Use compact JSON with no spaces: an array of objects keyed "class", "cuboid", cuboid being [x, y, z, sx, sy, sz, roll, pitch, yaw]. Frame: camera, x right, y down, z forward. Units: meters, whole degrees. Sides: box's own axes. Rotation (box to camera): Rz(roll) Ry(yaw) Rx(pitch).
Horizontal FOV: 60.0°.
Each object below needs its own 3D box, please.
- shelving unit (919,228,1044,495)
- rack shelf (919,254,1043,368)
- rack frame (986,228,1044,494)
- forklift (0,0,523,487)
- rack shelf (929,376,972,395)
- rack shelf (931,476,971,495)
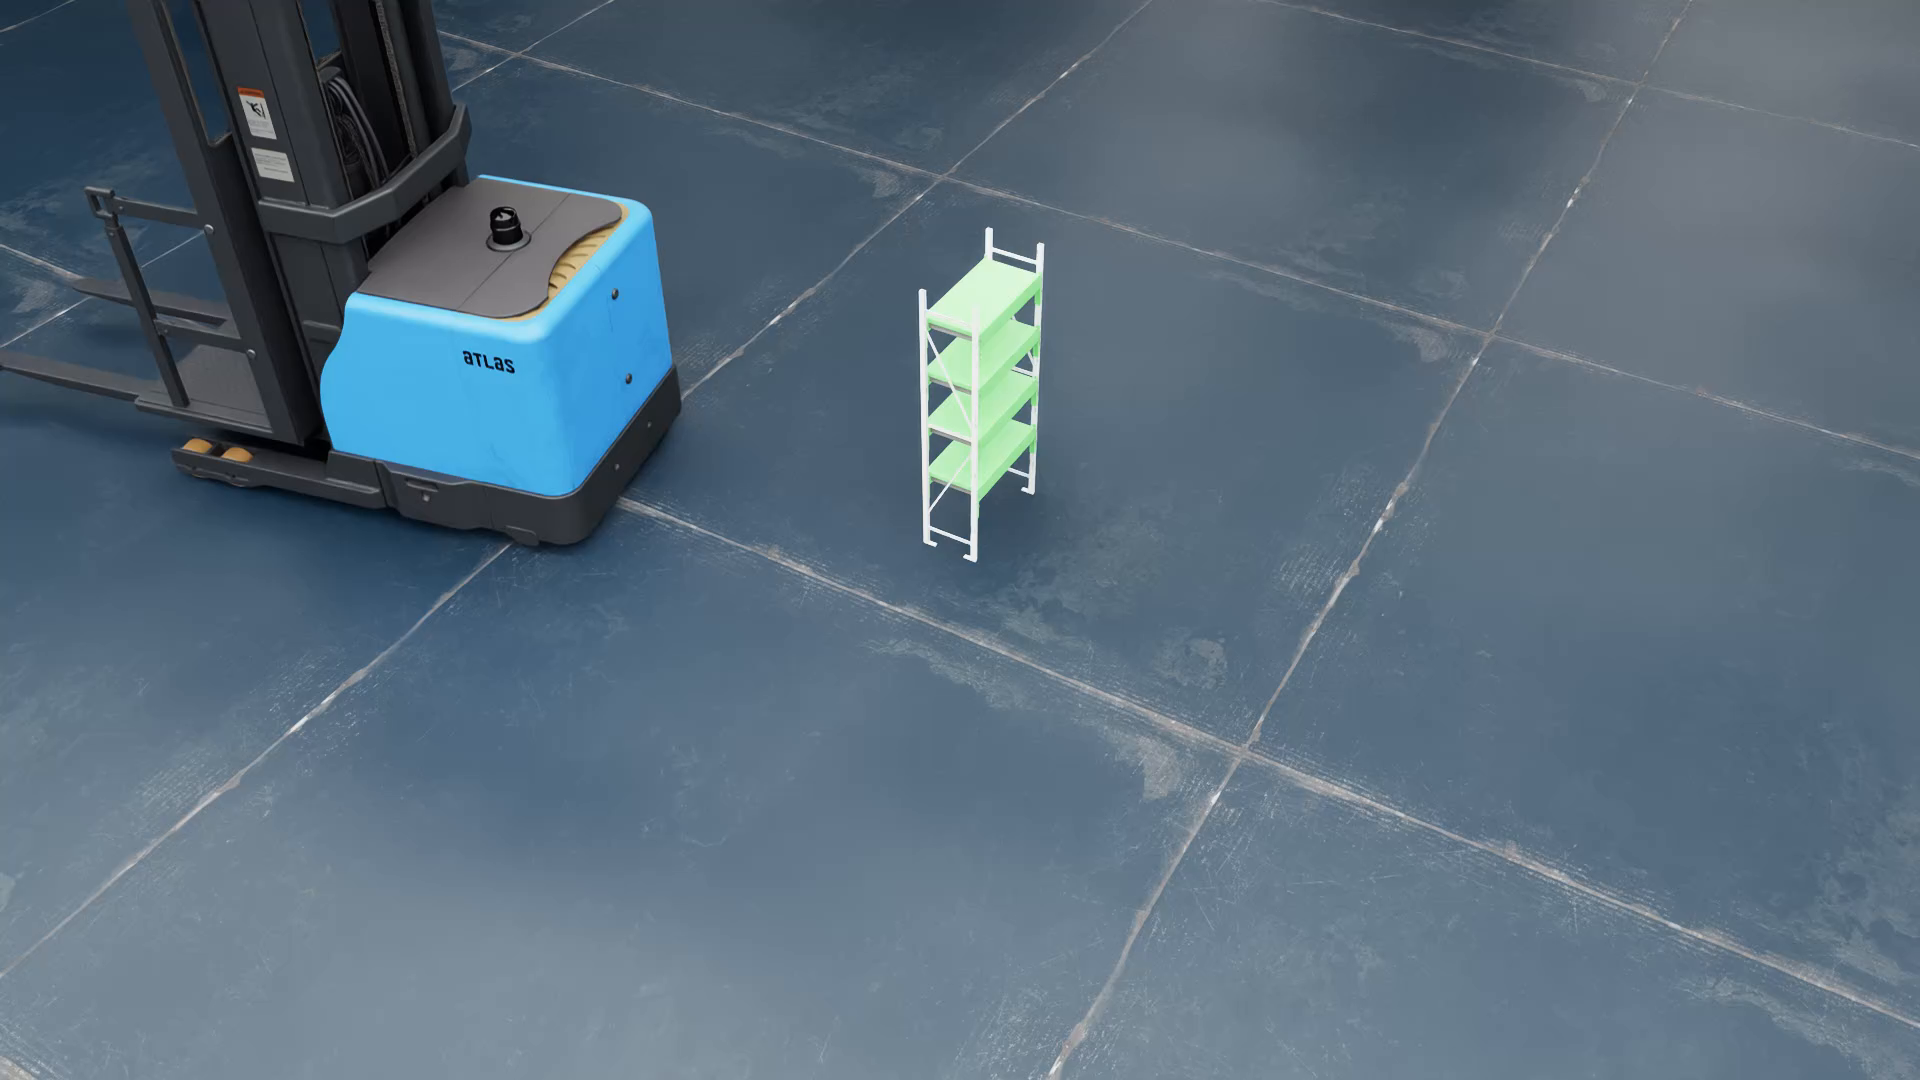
[{"class":"shelving unit","cuboid":[0.086,-0.548,6.465,0.258,1.200,0.492,21,45,22]},{"class":"rack shelf","cuboid":[0.083,-0.857,6.186,0.258,0.148,0.480,21,45,22]},{"class":"rack frame","cuboid":[0.205,-0.685,6.620,0.240,1.200,0.015,21,45,22]},{"class":"forklift","cuboid":[-2.794,-1.646,6.401,3.031,2.935,1.121,12,43,13]},{"class":"rack shelf","cuboid":[0.083,-0.699,6.326,0.199,0.029,0.442,21,45,22]},{"class":"rack shelf","cuboid":[0.083,-0.338,6.643,0.199,0.029,0.442,21,45,22]}]
